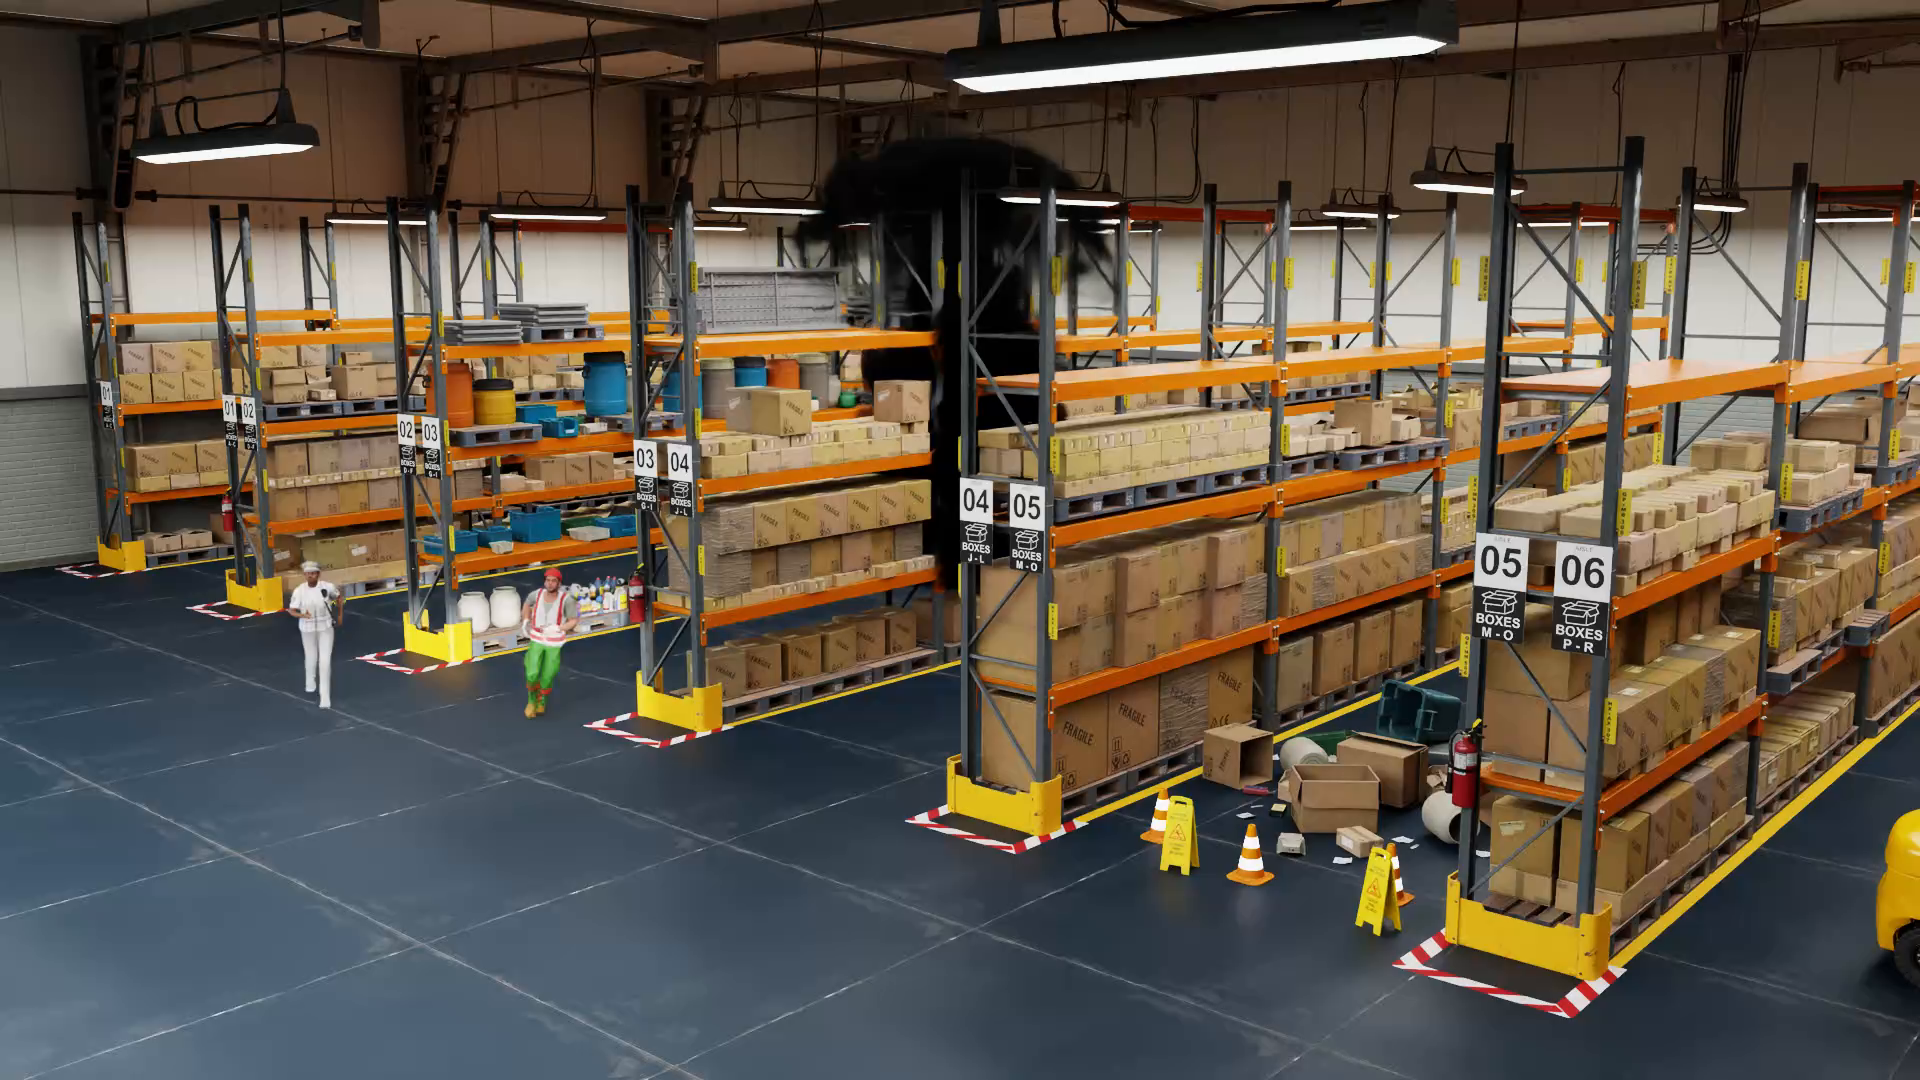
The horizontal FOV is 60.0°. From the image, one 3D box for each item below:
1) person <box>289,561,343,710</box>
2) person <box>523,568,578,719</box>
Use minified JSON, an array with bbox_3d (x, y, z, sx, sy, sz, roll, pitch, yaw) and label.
[{"bbox_3d":[-7.612,1.076,19.715,0.589,1.733,0.924,-3,10,-17],"label":"person"},{"bbox_3d":[-4.669,1.175,18.953,0.659,1.758,0.628,-1,10,-4],"label":"person"}]
